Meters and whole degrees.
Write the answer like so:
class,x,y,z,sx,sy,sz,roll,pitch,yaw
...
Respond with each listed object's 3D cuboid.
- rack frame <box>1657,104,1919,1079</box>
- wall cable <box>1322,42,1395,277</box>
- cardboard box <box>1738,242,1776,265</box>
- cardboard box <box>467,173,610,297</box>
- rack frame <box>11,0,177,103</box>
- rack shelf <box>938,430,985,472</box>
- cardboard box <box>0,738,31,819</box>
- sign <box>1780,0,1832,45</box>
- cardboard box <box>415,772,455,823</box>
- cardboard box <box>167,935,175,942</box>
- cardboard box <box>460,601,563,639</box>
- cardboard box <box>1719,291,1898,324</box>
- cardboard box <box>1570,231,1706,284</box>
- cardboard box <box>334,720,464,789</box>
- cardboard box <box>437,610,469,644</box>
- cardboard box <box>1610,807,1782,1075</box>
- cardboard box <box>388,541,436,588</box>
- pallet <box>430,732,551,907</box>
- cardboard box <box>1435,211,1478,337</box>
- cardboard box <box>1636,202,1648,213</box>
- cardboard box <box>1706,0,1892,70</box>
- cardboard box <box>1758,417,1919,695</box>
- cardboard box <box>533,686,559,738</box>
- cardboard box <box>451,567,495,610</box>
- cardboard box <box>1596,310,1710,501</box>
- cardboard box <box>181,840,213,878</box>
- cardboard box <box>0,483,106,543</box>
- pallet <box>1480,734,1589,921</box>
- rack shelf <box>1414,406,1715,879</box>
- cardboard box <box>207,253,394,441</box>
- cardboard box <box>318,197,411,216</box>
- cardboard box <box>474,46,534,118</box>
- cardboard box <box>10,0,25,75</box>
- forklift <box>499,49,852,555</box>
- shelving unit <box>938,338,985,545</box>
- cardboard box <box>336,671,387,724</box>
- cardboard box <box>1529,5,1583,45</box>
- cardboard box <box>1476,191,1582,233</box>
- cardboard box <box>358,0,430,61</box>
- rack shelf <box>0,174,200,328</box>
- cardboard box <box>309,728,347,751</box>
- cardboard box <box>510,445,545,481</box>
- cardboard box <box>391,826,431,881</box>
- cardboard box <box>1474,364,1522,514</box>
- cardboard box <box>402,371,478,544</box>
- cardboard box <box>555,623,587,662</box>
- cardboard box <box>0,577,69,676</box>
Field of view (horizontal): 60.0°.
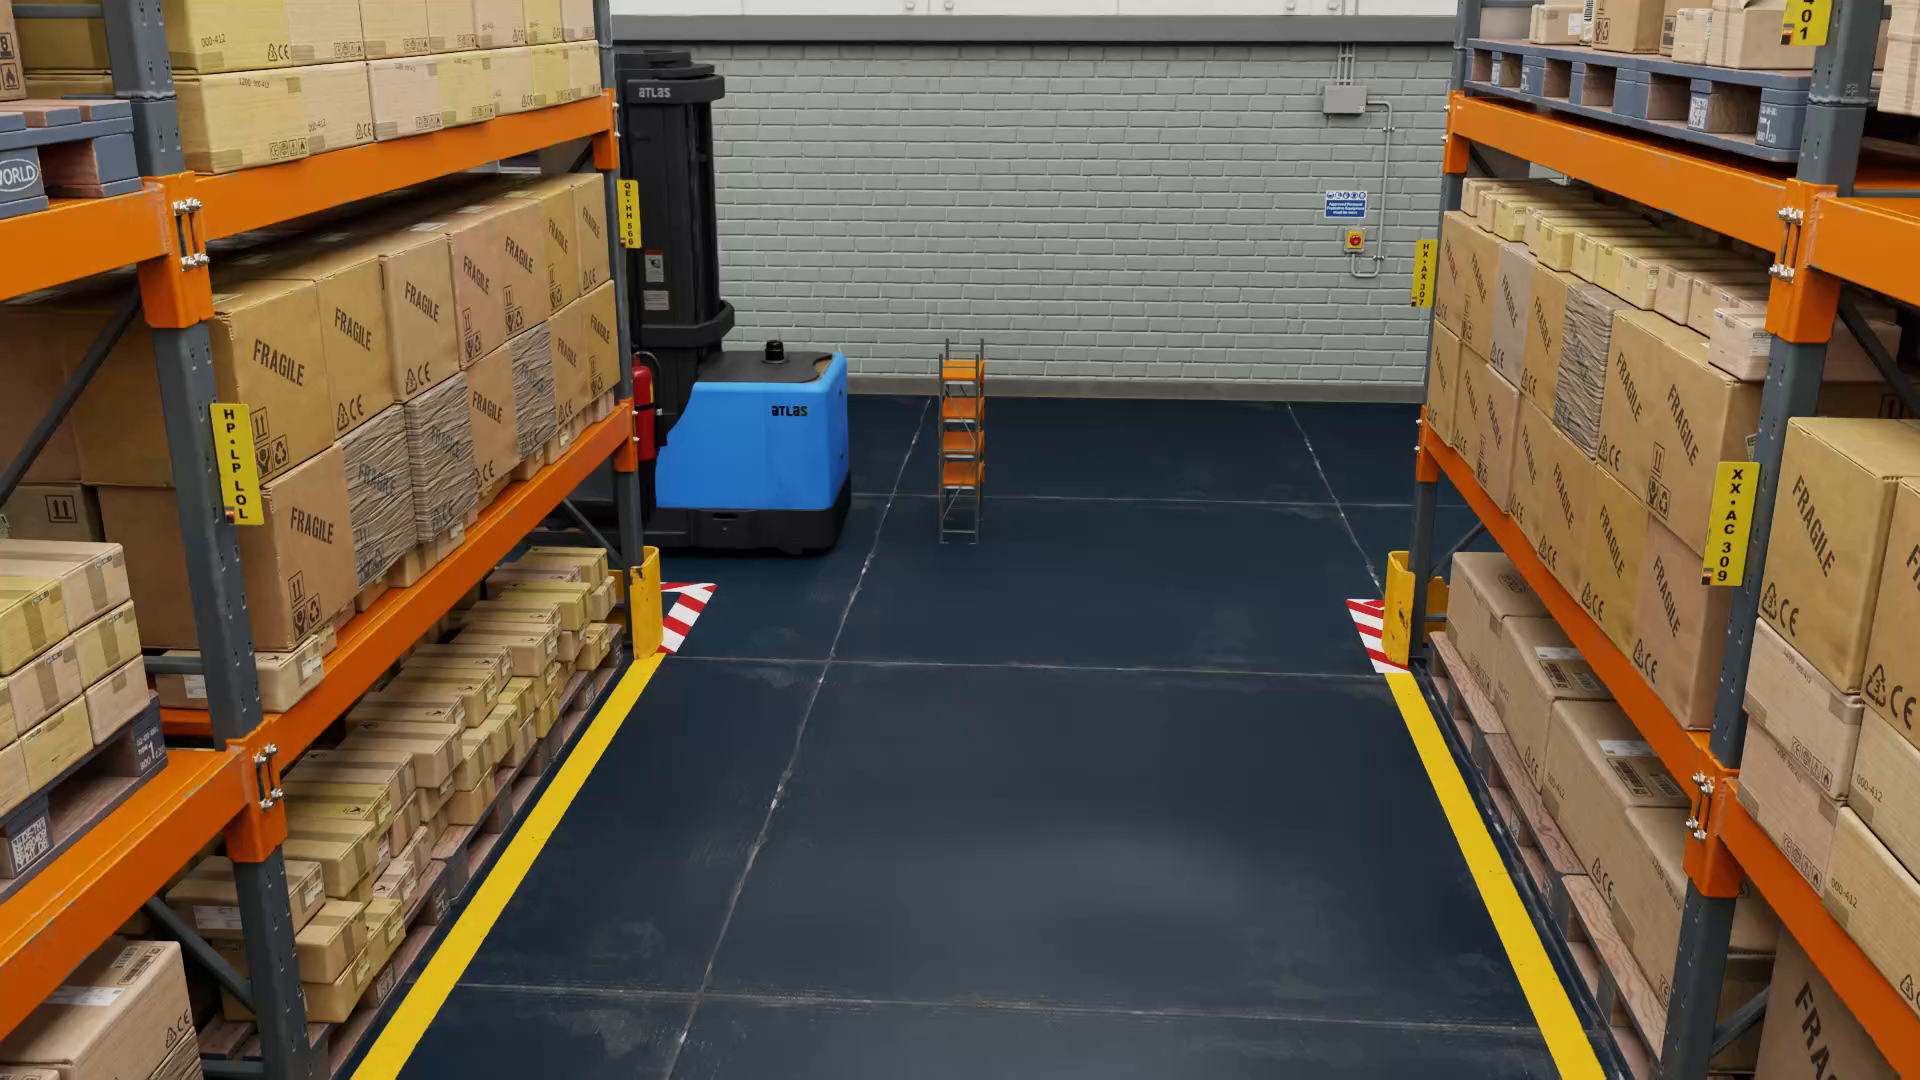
class,x,y,z,sx,sy,sz,roll,pitch,yaw
rack frame,2.502,0.422,4.319,1.000,3.000,0.127,1,18,4
wall cable,3.170,-3.070,13.293,0.585,1.953,0.123,1,18,4
cardboard box,2.825,-0.899,5.542,0.380,0.149,0.250,1,18,4
cardboard box,-1.941,-1.416,7.683,0.500,0.500,0.500,1,18,3
rack frame,-2.443,-2.508,3.626,1.000,3.000,0.127,1,18,4
rack shelf,0.012,-0.558,10.414,0.258,0.148,0.480,1,18,4
cardboard box,-2.311,0.548,3.662,0.380,0.149,0.250,1,18,4
sign,1.948,-1.299,3.795,0.100,0.325,0.005,1,18,4
cardboard box,-2.122,0.925,6.208,0.380,0.149,0.250,2,18,6
cardboard box,-2.754,1.368,5.334,0.380,0.149,0.250,2,18,5
cardboard box,-1.990,0.382,7.389,0.380,0.149,0.250,1,18,2
cardboard box,2.334,-0.591,4.603,0.380,0.149,0.250,2,18,5
cardboard box,2.364,-0.984,5.802,0.380,0.149,0.250,1,18,4
cardboard box,-2.068,0.790,6.143,0.380,0.149,0.250,2,18,5
cardboard box,-2.455,0.433,7.711,0.380,0.149,0.250,2,18,5
cardboard box,2.654,1.247,5.240,0.875,0.438,0.875,1,18,3
cardboard box,-2.076,0.054,5.844,0.380,0.149,0.250,2,18,5
pallet,-2.345,1.078,6.793,1.003,0.211,1.213,1,18,4
cardboard box,2.470,-1.201,7.503,0.500,0.500,0.500,1,18,3
cardboard box,2.975,-1.297,6.755,0.380,0.149,0.250,2,18,5
cardboard box,2.228,-1.392,4.419,0.396,0.266,0.258,2,18,6
cardboard box,2.184,0.029,3.750,0.500,0.500,0.500,1,18,5
cardboard box,-1.968,0.743,7.241,0.380,0.149,0.250,0,18,1
cardboard box,-2.432,0.216,7.895,0.380,0.149,0.250,2,18,5
cardboard box,2.305,-0.411,5.094,0.500,0.500,0.500,1,18,3
cardboard box,-2.698,1.019,5.446,0.380,0.149,0.250,2,18,5
cardboard box,-2.690,-0.003,4.976,0.500,0.500,0.500,1,18,4
pallet,2.719,1.132,6.628,1.003,0.211,1.213,1,18,4
rack shelf,2.645,0.142,6.326,1.077,0.370,4.000,1,18,4
cardboard box,-2.145,-0.617,5.246,0.500,0.500,0.500,1,18,2
cardboard box,-2.542,-1.112,6.756,0.500,0.500,0.500,1,18,3
cardboard box,-2.003,-1.794,6.505,0.500,0.250,0.500,2,18,6
cardboard box,-2.663,-1.398,4.494,0.500,0.250,0.500,0,18,1
forklift,-2.251,-1.463,10.180,3.031,2.935,1.130,1,18,3
shelving unit,0.012,-0.622,10.393,0.258,1.200,0.503,1,18,4
cardboard box,-2.530,0.617,6.670,0.380,0.149,0.250,1,18,4
cardboard box,2.481,-2.041,6.586,0.380,0.149,0.250,2,18,6
cardboard box,2.406,-1.386,7.028,0.380,0.149,0.250,2,18,6
cardboard box,-2.079,-1.704,5.426,0.500,0.250,0.500,2,18,5
rack shelf,-2.586,-0.120,2.310,1.077,0.370,4.000,1,18,4
cardboard box,-2.575,0.846,6.452,0.380,0.149,0.250,0,18,1
cardboard box,-1.999,-0.357,7.099,0.380,0.149,0.250,0,18,1
cardboard box,-2.143,1.151,5.997,0.380,0.149,0.250,1,18,3
cardboard box,2.405,-0.410,6.697,0.500,0.500,0.500,1,18,4
cardboard box,-2.055,-0.304,5.895,0.500,0.500,0.500,1,18,3
cardboard box,-1.945,0.446,7.671,0.380,0.149,0.250,1,18,2
cardboard box,-2.295,0.192,3.793,0.380,0.149,0.250,1,18,2
